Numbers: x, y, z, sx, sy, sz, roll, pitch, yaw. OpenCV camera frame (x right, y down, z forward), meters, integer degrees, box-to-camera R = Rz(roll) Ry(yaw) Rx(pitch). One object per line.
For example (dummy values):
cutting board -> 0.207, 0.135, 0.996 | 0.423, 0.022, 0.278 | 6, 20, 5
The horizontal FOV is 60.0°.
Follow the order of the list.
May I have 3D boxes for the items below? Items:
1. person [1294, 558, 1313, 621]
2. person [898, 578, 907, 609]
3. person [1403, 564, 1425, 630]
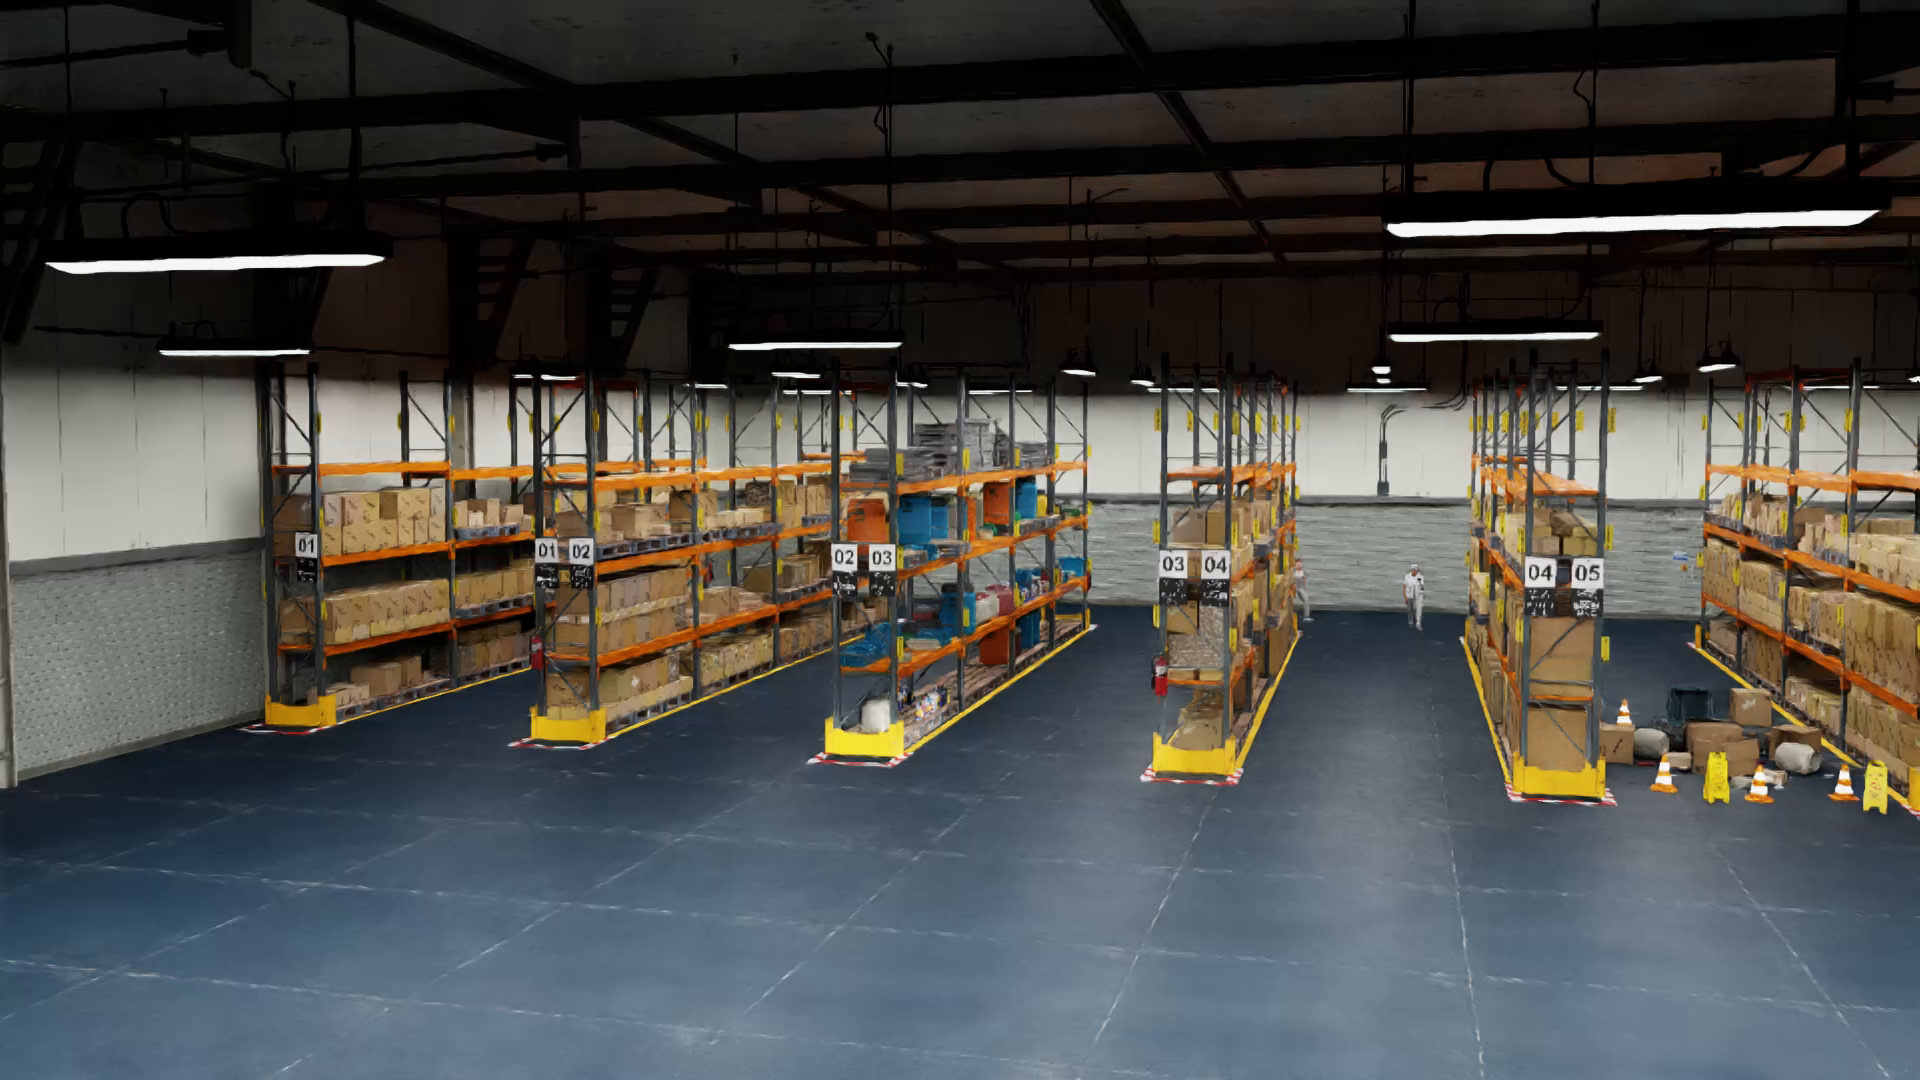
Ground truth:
person -> 8.528, 1.238, 41.996 | 0.613, 1.607, 0.808 | 0, 4, -3
person -> -1.522, 1.082, 43.892 | 0.585, 1.679, 0.975 | -1, 4, -8
person -> 11.020, 1.359, 40.364 | 0.497, 1.583, 1.090 | 1, 4, 17
